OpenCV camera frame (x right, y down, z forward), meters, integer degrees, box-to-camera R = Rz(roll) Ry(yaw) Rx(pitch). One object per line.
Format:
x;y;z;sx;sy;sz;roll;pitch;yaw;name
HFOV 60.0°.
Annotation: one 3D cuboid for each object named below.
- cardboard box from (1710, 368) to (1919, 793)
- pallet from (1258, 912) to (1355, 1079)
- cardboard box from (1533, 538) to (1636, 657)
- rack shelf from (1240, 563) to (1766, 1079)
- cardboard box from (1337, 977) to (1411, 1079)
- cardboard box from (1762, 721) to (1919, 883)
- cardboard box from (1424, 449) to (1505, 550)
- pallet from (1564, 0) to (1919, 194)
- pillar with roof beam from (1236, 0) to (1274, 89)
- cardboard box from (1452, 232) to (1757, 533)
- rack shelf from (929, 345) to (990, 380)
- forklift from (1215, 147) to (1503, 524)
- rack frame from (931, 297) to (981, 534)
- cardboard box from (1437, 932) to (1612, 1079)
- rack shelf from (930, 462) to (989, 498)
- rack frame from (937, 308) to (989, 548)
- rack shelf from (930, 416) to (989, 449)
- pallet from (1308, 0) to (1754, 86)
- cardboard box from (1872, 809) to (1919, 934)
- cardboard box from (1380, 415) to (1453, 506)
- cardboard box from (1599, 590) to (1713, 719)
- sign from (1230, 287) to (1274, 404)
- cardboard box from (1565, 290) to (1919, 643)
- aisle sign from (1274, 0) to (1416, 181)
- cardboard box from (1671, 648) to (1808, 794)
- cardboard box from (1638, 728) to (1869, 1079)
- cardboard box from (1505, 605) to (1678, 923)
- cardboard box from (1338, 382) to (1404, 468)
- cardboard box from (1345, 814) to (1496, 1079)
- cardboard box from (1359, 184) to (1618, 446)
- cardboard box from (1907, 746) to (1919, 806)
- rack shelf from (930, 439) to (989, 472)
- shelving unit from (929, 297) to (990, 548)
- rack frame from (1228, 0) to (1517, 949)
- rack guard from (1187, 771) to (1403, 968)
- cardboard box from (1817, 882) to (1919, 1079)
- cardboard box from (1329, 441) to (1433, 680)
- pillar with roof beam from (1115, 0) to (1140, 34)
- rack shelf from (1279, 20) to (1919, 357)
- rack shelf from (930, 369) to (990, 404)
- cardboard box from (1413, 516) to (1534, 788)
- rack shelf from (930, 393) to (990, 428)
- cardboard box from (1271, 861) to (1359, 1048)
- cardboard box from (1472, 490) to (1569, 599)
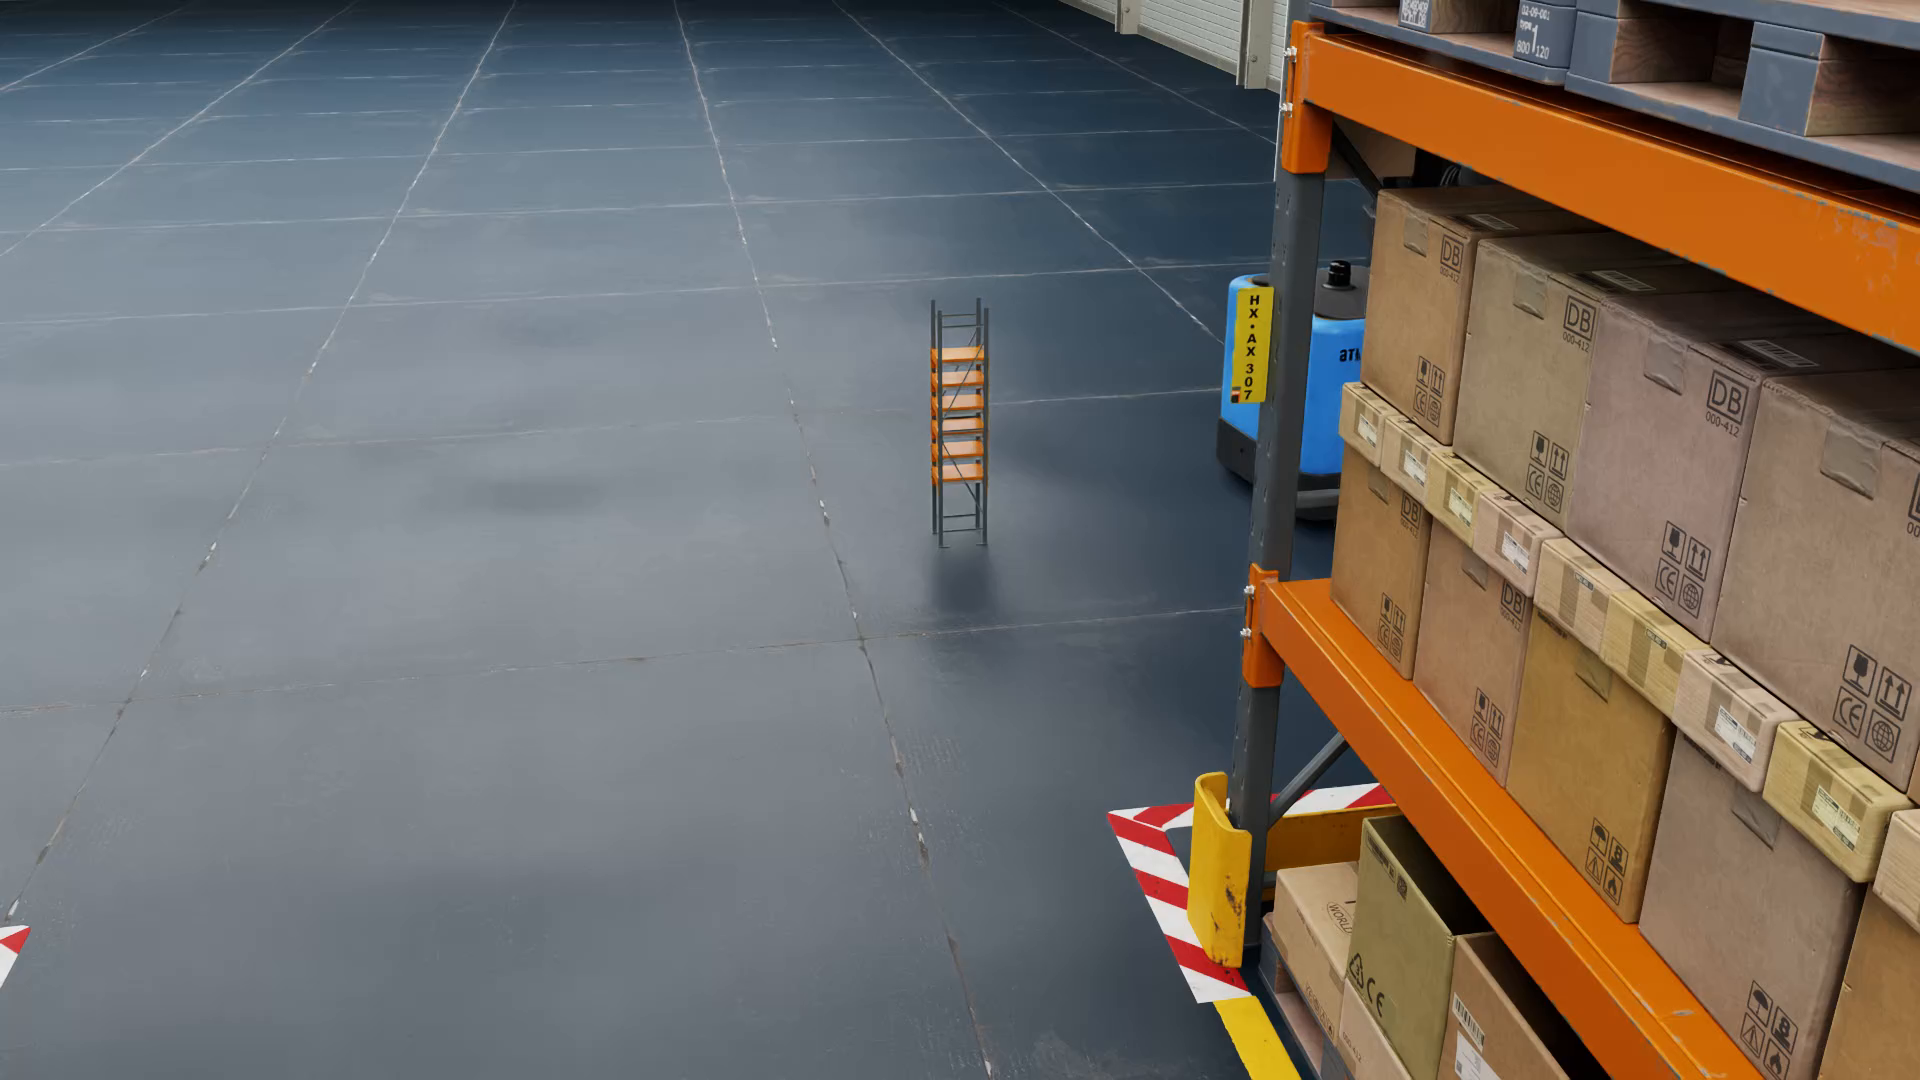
1.715;0.032;2.684;0.700;0.500;0.500;-4;24;-10;cardboard box
1.525;1.440;4.688;1.003;0.211;1.213;-4;24;-10;pallet
1.396;0.098;3.342;0.380;0.149;0.250;-5;24;-12;cardboard box
1.712;0.981;3.154;1.077;0.370;4.000;-4;24;-10;rack shelf
1.319;1.356;4.307;0.500;0.250;0.500;-4;24;-10;cardboard box
1.536;0.400;2.650;0.380;0.149;0.250;-4;24;-8;cardboard box
1.299;-0.106;3.809;0.380;0.149;0.250;-4;24;-10;cardboard box
1.676;-0.708;2.487;1.003;0.211;1.213;-4;24;-10;pallet
-0.370;-9.802;19.451;9.100;9.000;0.400;-4;24;-10;pillar with roof beam
1.528;-0.364;3.589;0.700;0.500;0.500;-5;24;-11;cardboard box
-0.003;-0.845;7.897;0.258;0.103;0.180;-4;24;-10;rack shelf
2.974;-1.755;8.607;3.031;2.935;1.130;-8;25;-17;forklift
-0.020;-0.592;8.105;0.240;1.200;0.006;-4;24;-10;rack frame
1.422;1.209;3.709;0.500;0.500;0.500;-4;24;-10;cardboard box
-0.003;-0.295;8.137;0.258;0.103;0.180;-4;24;-10;rack shelf
0.014;-0.520;7.940;0.240;1.200;0.006;-4;24;-10;rack frame
-0.003;-0.515;8.041;0.258;0.103;0.180;-4;24;-10;rack shelf
1.447;-1.189;3.588;1.003;0.211;1.213;-4;24;-10;pallet
1.588;0.505;2.412;0.380;0.149;0.250;-4;24;-8;cardboard box
1.255;-0.204;4.034;0.380;0.149;0.250;-5;24;-11;cardboard box
1.443;0.199;3.112;0.380;0.149;0.250;-5;24;-10;cardboard box
0.796;-0.529;4.534;0.100;0.325;0.005;-4;24;-10;sign
1.622;-0.165;3.135;0.700;0.500;0.500;-4;24;-10;cardboard box
1.029;-1.330;4.298;0.394;0.787;0.004;-4;24;-10;aisle sign
1.486;0.297;2.887;0.380;0.149;0.250;-4;24;-9;cardboard box
1.705;0.612;2.975;0.700;0.500;0.500;-4;24;-8;cardboard box
1.604;0.406;3.448;0.700;0.500;0.500;-4;24;-9;cardboard box
1.203;-0.308;4.272;0.380;0.149;0.250;-4;24;-10;cardboard box
1.317;1.013;4.157;0.500;0.500;0.500;-4;24;-10;cardboard box
1.426;-0.570;4.061;0.700;0.500;0.500;-4;24;-10;cardboard box
1.807;0.228;2.234;0.700;0.500;0.500;-4;24;-10;cardboard box
-0.003;-0.405;8.089;0.258;0.103;0.180;-4;24;-10;rack shelf
-0.003;-0.556;8.023;0.258;1.200;0.189;-4;24;-10;shelving unit
1.342;-0.135;4.811;1.000;3.000;0.127;-4;24;-10;rack frame
1.338;1.001;5.333;1.175;0.500;0.348;-4;24;-10;rack guard
1.801;0.814;2.514;0.700;0.500;0.500;-4;24;-9;cardboard box
1.416;0.004;4.369;0.700;0.500;0.500;-4;24;-10;cardboard box
-1.479;-12.163;24.855;9.100;9.000;0.400;-4;24;-10;pillar with roof beam
1.712;-0.393;2.554;1.077;0.370;4.000;-4;24;-10;rack shelf
-0.003;-0.735;7.945;0.258;0.103;0.180;-4;24;-10;rack shelf
1.518;0.210;3.897;0.700;0.500;0.500;-4;24;-8;cardboard box
-0.003;-0.625;7.993;0.258;0.103;0.180;-4;24;-10;rack shelf
1.223;1.160;4.757;0.500;0.250;0.500;-4;24;-10;cardboard box
1.344;-0.007;3.582;0.380;0.149;0.250;-5;24;-11;cardboard box
